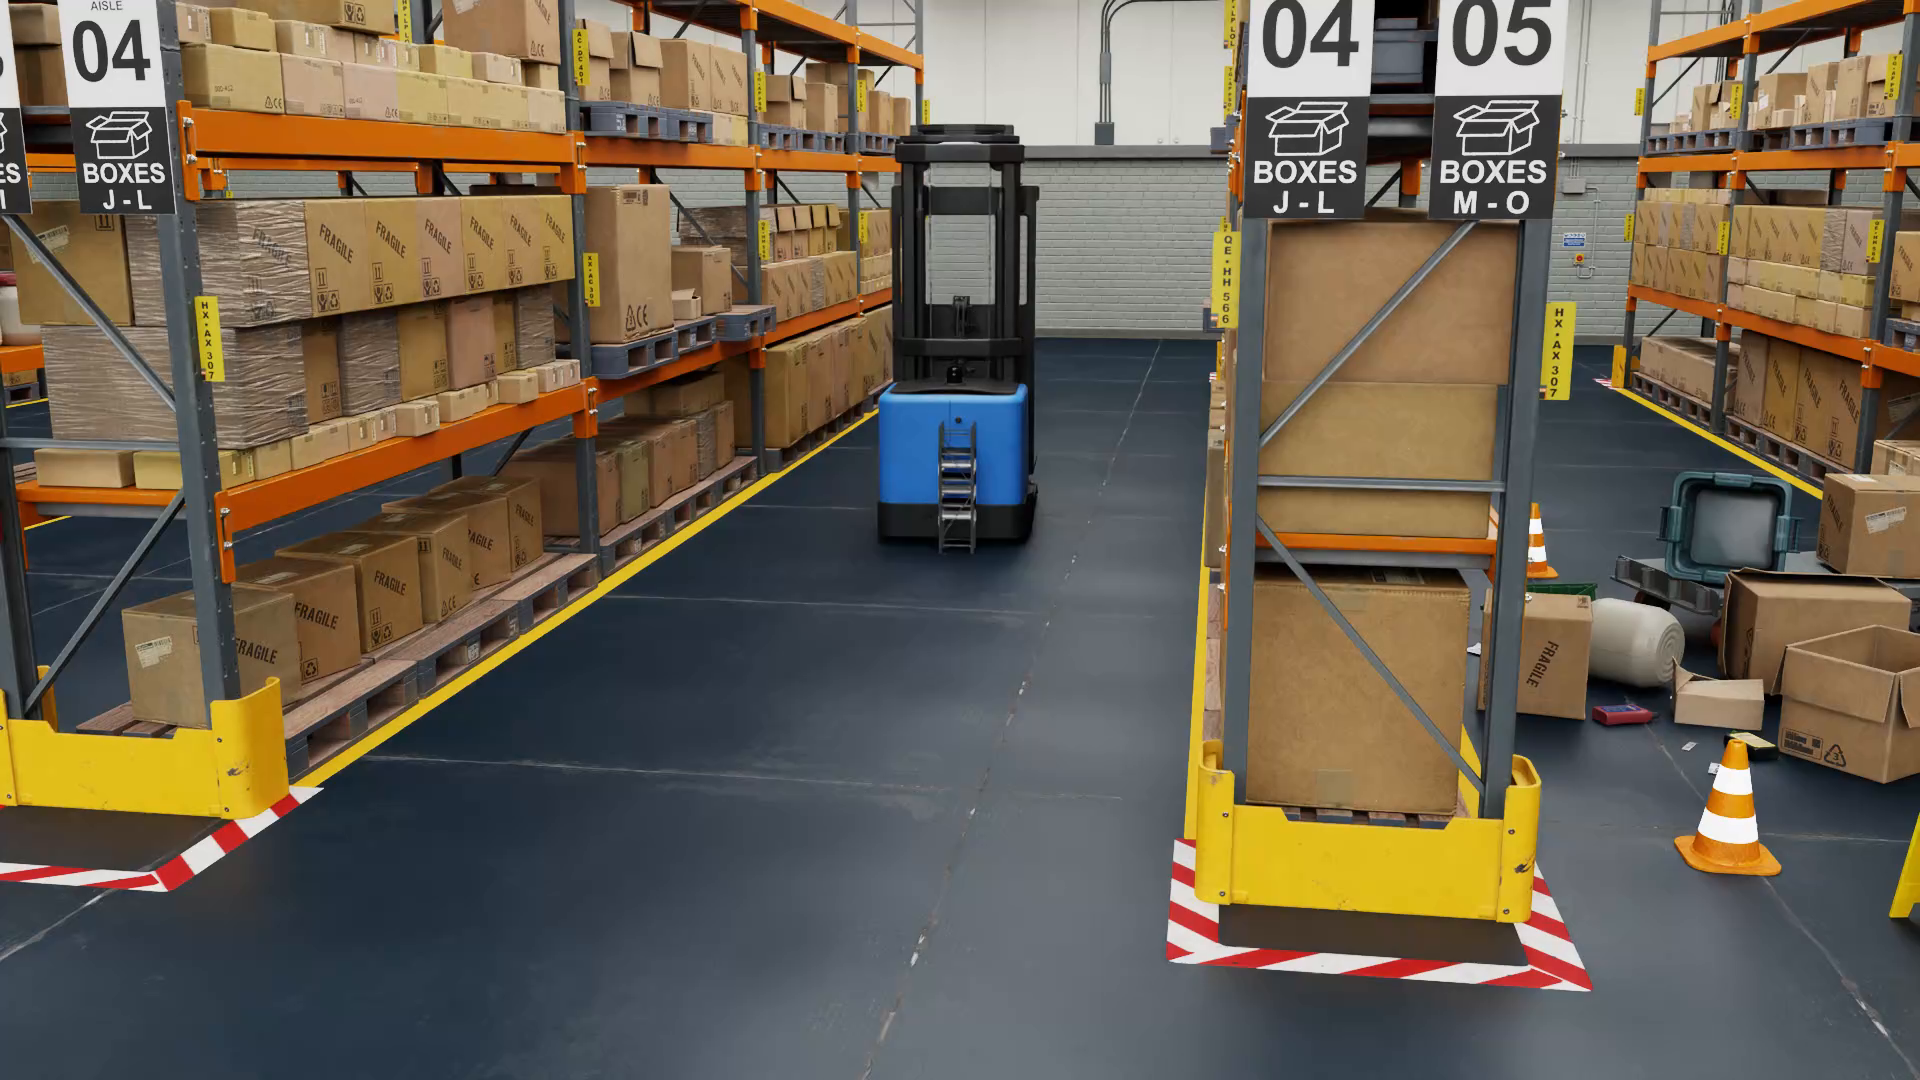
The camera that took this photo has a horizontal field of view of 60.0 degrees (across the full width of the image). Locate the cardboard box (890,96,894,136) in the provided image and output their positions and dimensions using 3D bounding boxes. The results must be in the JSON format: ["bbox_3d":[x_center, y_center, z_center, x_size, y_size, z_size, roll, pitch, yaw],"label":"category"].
[{"bbox_3d":[-1.208,-5.247,20.631,0.700,0.500,0.500,1,12,7],"label":"cardboard box"}]

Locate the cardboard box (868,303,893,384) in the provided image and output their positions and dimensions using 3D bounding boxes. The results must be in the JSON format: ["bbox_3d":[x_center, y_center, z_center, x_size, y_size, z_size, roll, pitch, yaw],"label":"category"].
[{"bbox_3d":[-1.272,-2.357,19.858,0.875,0.875,0.875,2,12,9],"label":"cardboard box"}]

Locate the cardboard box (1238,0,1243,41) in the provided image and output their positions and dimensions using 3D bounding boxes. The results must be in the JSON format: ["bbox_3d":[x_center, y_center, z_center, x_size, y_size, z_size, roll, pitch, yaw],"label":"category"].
[{"bbox_3d":[1.244,-1.973,6.269,0.380,0.149,0.250,2,12,9],"label":"cardboard box"}]

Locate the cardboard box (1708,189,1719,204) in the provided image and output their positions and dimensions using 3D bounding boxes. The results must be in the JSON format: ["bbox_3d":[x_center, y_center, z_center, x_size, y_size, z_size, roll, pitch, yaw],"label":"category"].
[{"bbox_3d":[8.151,-3.633,17.580,0.380,0.149,0.250,2,12,8],"label":"cardboard box"}]

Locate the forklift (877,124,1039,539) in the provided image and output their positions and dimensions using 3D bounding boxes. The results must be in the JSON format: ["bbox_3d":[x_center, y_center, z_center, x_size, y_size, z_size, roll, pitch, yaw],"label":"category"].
[{"bbox_3d":[-3.379,-1.903,13.866,8.118,2.935,4.443,1,12,4],"label":"forklift"}]

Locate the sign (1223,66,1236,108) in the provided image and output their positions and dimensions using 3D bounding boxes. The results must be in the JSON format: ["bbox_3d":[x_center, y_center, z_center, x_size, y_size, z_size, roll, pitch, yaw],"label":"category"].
[{"bbox_3d":[2.144,-3.591,13.190,0.100,0.325,0.005,2,12,9],"label":"sign"}]

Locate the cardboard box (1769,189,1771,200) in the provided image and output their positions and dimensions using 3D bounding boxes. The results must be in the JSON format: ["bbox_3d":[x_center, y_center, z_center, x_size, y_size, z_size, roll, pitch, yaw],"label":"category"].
[{"bbox_3d":[8.528,-3.568,17.279,0.380,0.149,0.250,2,12,8],"label":"cardboard box"}]

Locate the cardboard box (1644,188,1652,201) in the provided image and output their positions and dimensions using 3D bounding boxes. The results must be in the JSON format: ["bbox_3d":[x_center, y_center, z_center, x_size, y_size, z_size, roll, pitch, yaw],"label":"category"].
[{"bbox_3d":[8.488,-4.170,20.072,0.380,0.149,0.250,2,12,10],"label":"cardboard box"}]

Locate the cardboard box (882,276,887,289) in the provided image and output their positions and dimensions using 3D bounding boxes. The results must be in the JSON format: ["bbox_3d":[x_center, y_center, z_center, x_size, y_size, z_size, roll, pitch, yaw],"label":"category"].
[{"bbox_3d":[-1.058,-3.014,19.456,0.380,0.149,0.250,2,12,8],"label":"cardboard box"}]

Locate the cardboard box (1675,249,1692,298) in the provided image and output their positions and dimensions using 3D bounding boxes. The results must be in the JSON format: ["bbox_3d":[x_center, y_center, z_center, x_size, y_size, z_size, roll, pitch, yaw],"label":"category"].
[{"bbox_3d":[8.157,-2.914,18.156,0.500,0.500,0.500,2,12,8],"label":"cardboard box"}]

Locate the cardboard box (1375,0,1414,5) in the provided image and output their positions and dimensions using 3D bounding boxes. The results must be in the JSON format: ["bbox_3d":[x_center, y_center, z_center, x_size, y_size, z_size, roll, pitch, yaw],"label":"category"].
[{"bbox_3d":[1.854,-2.179,6.281,0.500,0.250,0.500,2,12,8],"label":"cardboard box"}]

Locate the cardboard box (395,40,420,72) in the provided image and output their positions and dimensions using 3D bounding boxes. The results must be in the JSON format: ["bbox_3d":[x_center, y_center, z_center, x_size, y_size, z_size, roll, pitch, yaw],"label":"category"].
[{"bbox_3d":[-2.912,-2.386,8.236,0.380,0.149,0.250,1,12,7],"label":"cardboard box"}]

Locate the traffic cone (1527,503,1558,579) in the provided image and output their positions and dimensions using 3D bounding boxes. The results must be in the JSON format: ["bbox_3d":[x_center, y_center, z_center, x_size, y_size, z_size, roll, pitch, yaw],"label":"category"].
[{"bbox_3d":[3.763,-0.012,10.949,0.336,0.463,0.334,2,12,9],"label":"traffic cone"}]

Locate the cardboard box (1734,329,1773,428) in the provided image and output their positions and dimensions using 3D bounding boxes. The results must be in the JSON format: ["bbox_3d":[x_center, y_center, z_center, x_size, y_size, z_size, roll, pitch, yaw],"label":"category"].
[{"bbox_3d":[8.185,-1.582,16.263,0.875,0.875,0.875,2,12,10],"label":"cardboard box"}]

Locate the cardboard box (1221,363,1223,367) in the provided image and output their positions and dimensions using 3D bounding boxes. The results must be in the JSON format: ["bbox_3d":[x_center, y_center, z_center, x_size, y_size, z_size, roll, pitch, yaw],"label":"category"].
[{"bbox_3d":[3.375,-2.074,20.266,0.380,0.149,0.250,2,12,9],"label":"cardboard box"}]

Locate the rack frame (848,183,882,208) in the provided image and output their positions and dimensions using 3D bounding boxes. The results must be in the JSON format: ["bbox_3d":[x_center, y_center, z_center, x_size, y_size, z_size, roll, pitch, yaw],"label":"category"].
[{"bbox_3d":[-0.975,-3.701,22.048,1.000,3.000,0.127,2,12,9],"label":"rack frame"}]

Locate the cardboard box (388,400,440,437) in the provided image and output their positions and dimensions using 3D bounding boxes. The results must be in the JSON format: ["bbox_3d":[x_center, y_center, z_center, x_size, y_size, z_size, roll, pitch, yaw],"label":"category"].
[{"bbox_3d":[-2.830,-0.608,8.293,0.380,0.149,0.250,2,12,9],"label":"cardboard box"}]

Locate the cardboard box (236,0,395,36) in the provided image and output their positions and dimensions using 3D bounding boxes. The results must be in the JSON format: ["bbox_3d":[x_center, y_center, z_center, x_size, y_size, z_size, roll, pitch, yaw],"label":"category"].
[{"bbox_3d":[-2.941,-2.576,7.576,0.500,0.500,0.500,2,12,8],"label":"cardboard box"}]

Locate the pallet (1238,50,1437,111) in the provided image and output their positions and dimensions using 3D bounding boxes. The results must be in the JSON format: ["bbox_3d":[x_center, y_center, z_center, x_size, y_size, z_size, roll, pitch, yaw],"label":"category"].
[{"bbox_3d":[1.738,-2.021,7.343,1.003,0.211,1.213,2,12,9],"label":"pallet"}]

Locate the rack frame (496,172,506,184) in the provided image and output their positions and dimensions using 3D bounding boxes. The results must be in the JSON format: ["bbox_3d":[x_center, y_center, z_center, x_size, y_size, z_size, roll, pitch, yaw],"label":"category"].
[{"bbox_3d":[-5.870,-3.862,22.792,1.000,3.000,0.127,2,12,9],"label":"rack frame"}]

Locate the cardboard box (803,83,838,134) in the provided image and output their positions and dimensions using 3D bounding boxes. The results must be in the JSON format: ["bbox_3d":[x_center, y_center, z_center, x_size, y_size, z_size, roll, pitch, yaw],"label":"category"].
[{"bbox_3d":[-1.670,-4.468,17.251,0.700,0.500,0.500,2,12,10],"label":"cardboard box"}]

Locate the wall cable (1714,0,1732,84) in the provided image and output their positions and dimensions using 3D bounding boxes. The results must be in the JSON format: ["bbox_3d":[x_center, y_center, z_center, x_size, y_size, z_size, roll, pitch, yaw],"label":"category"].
[{"bbox_3d":[12.903,-7.401,24.888,2.988,3.039,0.133,2,12,9],"label":"wall cable"}]

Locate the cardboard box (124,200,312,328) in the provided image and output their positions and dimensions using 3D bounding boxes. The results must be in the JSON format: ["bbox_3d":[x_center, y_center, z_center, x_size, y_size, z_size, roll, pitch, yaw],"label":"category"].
[{"bbox_3d":[-3.082,-1.159,6.936,0.500,0.500,0.500,2,12,9],"label":"cardboard box"}]

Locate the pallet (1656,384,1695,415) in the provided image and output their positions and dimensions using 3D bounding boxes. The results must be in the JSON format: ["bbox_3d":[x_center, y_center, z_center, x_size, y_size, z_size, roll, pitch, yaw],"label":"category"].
[{"bbox_3d":[8.581,-1.595,18.892,1.003,0.211,1.213,2,12,9],"label":"pallet"}]

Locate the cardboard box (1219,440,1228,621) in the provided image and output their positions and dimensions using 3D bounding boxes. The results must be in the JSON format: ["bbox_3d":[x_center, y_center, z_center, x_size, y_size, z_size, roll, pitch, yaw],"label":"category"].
[{"bbox_3d":[1.899,-0.059,9.196,0.875,0.875,0.875,2,12,10],"label":"cardboard box"}]

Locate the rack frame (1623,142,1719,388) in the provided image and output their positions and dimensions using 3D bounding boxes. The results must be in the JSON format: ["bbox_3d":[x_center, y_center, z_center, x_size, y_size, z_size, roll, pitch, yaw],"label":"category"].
[{"bbox_3d":[8.817,-3.380,20.558,1.000,3.000,0.127,2,12,9],"label":"rack frame"}]

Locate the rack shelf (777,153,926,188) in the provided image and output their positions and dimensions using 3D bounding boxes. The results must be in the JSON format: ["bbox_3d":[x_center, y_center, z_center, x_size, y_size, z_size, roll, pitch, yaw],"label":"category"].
[{"bbox_3d":[-1.283,-4.400,19.876,1.077,0.370,4.000,2,12,9],"label":"rack shelf"}]

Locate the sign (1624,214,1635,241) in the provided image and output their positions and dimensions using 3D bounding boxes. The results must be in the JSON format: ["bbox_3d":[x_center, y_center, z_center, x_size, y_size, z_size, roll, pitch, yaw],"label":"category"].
[{"bbox_3d":[8.269,-3.861,20.547,0.100,0.325,0.005,2,12,9],"label":"sign"}]

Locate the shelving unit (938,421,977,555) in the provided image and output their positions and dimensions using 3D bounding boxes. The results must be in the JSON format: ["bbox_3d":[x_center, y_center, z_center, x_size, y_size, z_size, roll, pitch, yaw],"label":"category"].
[{"bbox_3d":[5.508,-0.740,7.847,11.832,3.194,6.366,1,12,4],"label":"shelving unit"}]

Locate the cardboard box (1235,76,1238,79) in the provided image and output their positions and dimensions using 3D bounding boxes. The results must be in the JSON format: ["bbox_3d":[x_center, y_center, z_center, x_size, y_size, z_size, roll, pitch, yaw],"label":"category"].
[{"bbox_3d":[1.635,-2.500,8.718,0.380,0.149,0.250,2,12,9],"label":"cardboard box"}]

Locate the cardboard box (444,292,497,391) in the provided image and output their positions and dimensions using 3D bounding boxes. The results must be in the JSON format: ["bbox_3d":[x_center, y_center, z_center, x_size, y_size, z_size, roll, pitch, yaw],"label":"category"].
[{"bbox_3d":[-3.040,-1.096,9.014,0.875,0.500,0.500,2,12,9],"label":"cardboard box"}]

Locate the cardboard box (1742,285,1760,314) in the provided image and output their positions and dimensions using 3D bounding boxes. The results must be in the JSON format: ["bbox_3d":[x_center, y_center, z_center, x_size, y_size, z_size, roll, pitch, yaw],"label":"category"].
[{"bbox_3d":[7.795,-2.283,15.824,0.500,0.250,0.500,2,12,7],"label":"cardboard box"}]

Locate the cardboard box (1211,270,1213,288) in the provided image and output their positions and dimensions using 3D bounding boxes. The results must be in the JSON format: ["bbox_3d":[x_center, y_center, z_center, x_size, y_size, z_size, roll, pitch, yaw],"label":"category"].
[{"bbox_3d":[2.306,-2.200,13.973,0.380,0.149,0.250,2,12,10],"label":"cardboard box"}]

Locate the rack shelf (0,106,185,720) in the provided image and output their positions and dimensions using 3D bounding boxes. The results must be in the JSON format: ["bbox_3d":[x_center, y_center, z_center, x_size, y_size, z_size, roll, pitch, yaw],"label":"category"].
[{"bbox_3d":[-7.132,-2.195,15.058,10.922,2.616,16.030,2,12,9],"label":"rack shelf"}]

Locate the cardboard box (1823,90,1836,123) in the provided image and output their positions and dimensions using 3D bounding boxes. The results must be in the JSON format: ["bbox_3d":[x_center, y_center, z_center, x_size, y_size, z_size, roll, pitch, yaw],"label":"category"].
[{"bbox_3d":[7.452,-3.619,13.867,0.396,0.266,0.258,2,12,7],"label":"cardboard box"}]

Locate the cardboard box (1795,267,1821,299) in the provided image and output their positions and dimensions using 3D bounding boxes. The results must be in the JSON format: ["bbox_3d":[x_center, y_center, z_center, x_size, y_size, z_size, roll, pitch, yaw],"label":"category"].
[{"bbox_3d":[7.543,-2.209,14.293,0.500,0.250,0.500,2,12,7],"label":"cardboard box"}]

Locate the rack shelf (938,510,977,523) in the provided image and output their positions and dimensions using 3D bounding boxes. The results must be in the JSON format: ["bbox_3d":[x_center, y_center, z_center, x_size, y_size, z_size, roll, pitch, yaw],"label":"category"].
[{"bbox_3d":[-0.018,-0.153,11.579,0.258,0.077,0.200,1,12,4],"label":"rack shelf"}]

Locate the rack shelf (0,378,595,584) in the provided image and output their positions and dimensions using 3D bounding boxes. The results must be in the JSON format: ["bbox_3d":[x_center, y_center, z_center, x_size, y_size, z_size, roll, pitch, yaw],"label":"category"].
[{"bbox_3d":[-3.129,-0.435,8.600,1.077,0.370,4.000,2,12,9],"label":"rack shelf"}]

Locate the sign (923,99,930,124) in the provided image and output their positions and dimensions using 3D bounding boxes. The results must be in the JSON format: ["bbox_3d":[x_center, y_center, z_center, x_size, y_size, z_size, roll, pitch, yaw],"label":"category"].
[{"bbox_3d":[-0.441,-5.541,21.552,0.100,0.325,0.005,2,12,9],"label":"sign"}]

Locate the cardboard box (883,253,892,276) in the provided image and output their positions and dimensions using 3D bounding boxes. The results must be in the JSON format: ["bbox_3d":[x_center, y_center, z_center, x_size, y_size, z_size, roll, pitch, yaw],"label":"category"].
[{"bbox_3d":[-1.104,-3.241,19.564,0.500,0.250,0.500,2,12,10],"label":"cardboard box"}]

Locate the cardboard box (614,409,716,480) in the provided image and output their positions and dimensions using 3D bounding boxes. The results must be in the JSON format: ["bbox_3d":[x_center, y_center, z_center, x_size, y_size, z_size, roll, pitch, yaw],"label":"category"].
[{"bbox_3d":[-2.362,-0.773,13.349,0.700,0.500,0.500,1,12,4],"label":"cardboard box"}]

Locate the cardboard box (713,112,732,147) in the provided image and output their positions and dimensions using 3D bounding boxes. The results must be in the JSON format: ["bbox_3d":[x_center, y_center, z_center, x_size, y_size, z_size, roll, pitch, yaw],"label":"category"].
[{"bbox_3d":[-2.100,-3.218,13.043,0.500,0.250,0.500,2,12,8],"label":"cardboard box"}]

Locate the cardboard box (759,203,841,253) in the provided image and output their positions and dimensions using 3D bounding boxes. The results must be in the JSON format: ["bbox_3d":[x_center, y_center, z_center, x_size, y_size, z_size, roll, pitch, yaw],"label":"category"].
[{"bbox_3d":[-1.681,-3.275,17.450,0.797,0.503,0.637,2,12,7],"label":"cardboard box"}]

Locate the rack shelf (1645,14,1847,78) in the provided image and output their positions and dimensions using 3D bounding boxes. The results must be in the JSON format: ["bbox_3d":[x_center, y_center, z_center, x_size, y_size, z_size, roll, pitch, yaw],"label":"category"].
[{"bbox_3d":[8.509,-5.349,18.112,1.077,0.370,4.000,2,12,9],"label":"rack shelf"}]

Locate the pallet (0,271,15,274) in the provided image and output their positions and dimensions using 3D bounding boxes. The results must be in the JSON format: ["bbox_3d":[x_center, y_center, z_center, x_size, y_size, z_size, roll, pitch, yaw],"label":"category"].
[{"bbox_3d":[-11.609,-2.934,18.942,1.003,0.211,1.213,2,12,9],"label":"pallet"}]

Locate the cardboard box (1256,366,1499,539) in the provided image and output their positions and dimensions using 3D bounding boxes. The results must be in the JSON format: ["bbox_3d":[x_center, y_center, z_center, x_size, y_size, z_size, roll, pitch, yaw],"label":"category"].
[{"bbox_3d":[1.461,-0.341,6.099,0.875,0.550,0.550,2,12,9],"label":"cardboard box"}]

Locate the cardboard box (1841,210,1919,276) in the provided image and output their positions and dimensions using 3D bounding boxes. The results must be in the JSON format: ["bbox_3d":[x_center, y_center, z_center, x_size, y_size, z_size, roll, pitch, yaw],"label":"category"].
[{"bbox_3d":[7.407,-2.369,13.253,0.500,0.500,0.500,2,12,7],"label":"cardboard box"}]

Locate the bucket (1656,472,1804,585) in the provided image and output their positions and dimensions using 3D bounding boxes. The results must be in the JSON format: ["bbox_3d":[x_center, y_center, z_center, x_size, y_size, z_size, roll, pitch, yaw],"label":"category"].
[{"bbox_3d":[4.322,-0.061,9.320,0.726,0.611,0.620,7,4,28],"label":"bucket"}]

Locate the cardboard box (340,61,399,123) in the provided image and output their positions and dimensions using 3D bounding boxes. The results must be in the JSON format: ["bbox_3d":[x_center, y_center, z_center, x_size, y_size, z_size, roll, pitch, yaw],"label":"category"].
[{"bbox_3d":[-2.953,-2.066,7.696,0.500,0.250,0.500,2,12,8],"label":"cardboard box"}]

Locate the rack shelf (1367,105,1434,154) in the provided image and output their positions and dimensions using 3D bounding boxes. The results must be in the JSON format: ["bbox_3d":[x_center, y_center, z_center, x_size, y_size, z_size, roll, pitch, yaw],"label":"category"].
[{"bbox_3d":[1.757,-1.815,7.421,0.919,0.124,3.809,2,12,9],"label":"rack shelf"}]

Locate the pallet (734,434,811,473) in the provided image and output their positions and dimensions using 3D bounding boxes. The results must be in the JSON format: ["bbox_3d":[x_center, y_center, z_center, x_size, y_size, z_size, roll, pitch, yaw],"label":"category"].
[{"bbox_3d":[-2.010,-0.834,15.364,1.003,0.211,1.213,2,12,9],"label":"pallet"}]

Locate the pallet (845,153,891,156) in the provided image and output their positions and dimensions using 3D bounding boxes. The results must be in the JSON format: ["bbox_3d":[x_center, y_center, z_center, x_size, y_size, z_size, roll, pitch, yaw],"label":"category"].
[{"bbox_3d":[-1.079,-4.969,21.023,1.003,0.211,1.213,2,12,9],"label":"pallet"}]
